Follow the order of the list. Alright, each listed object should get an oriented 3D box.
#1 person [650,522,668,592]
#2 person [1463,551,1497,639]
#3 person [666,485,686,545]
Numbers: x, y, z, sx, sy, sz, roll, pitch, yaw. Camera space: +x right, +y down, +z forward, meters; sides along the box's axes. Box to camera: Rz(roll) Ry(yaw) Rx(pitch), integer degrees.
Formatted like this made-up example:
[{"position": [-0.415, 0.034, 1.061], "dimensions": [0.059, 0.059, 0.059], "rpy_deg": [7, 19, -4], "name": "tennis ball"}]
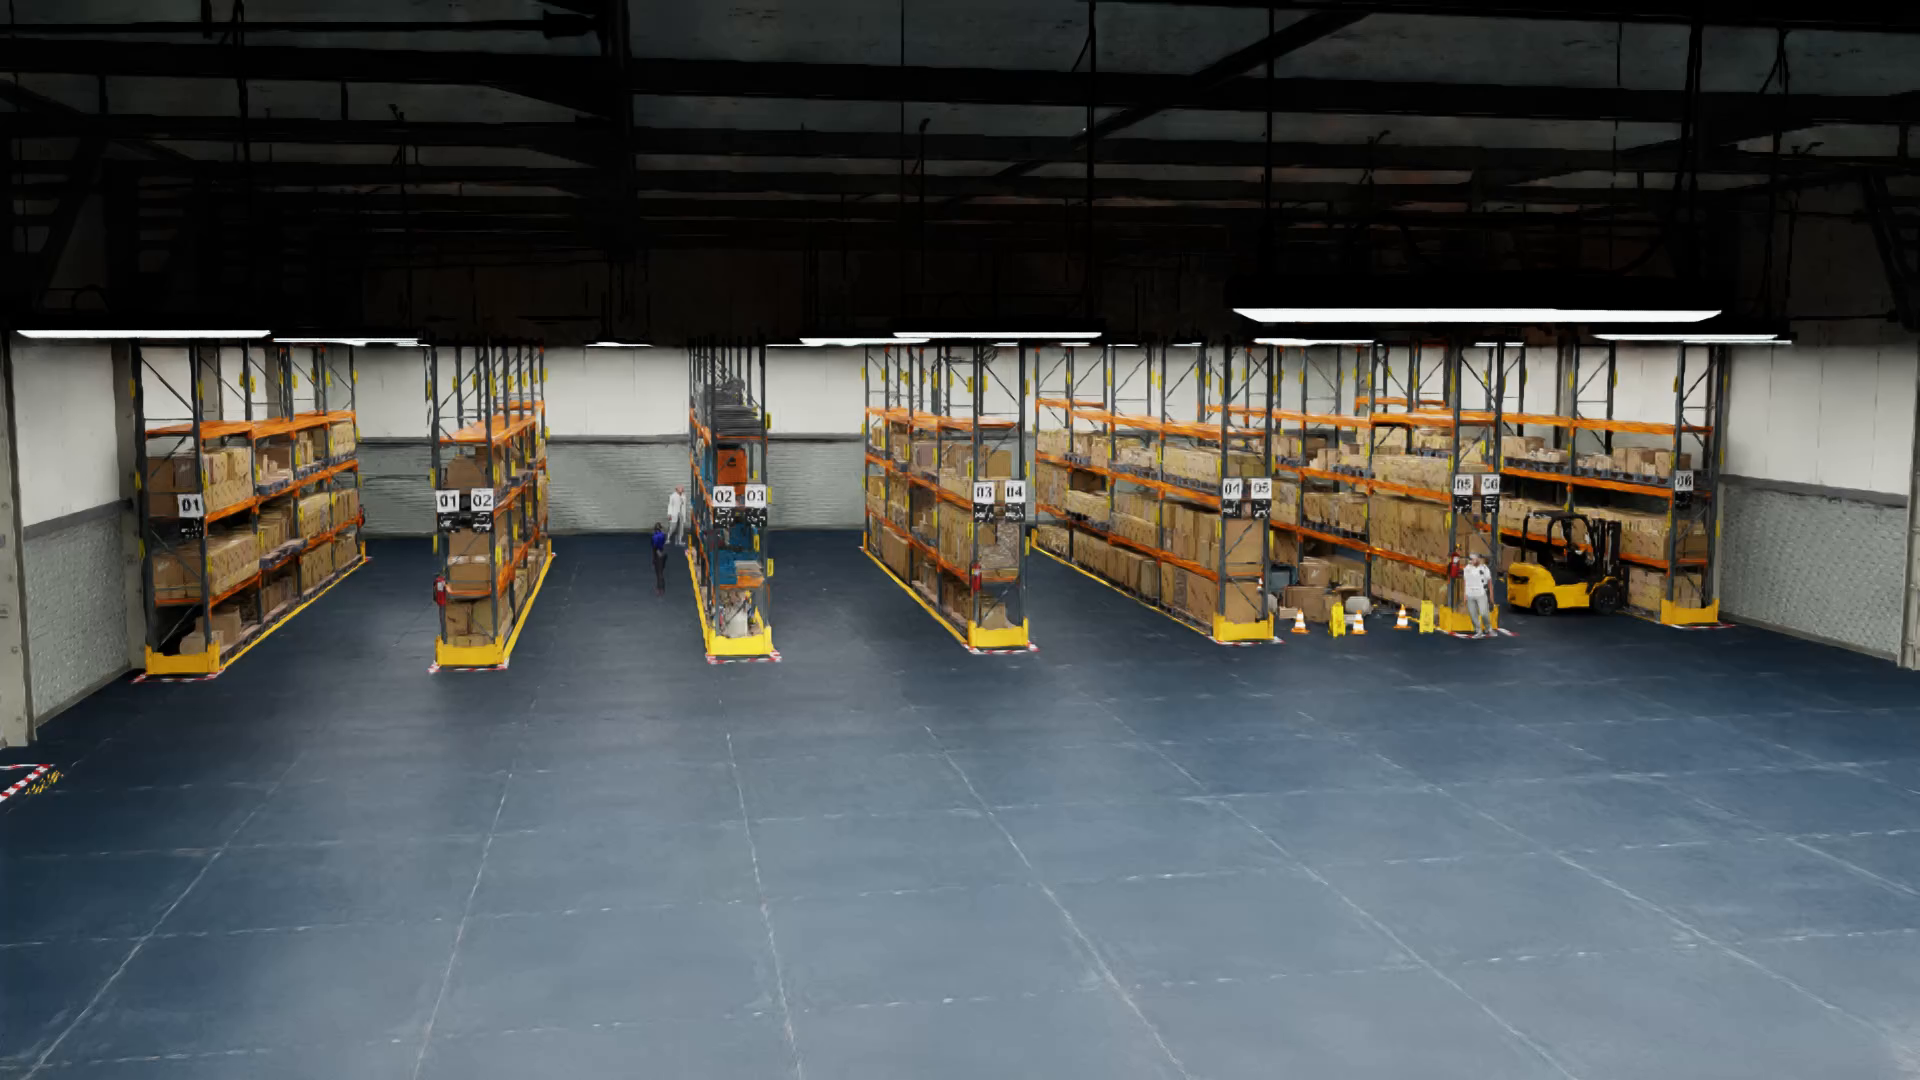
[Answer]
[{"position": [-7.156, 0.390, 39.316], "dimensions": [0.463, 1.662, 0.498], "rpy_deg": [2, 7, 19], "name": "person"}, {"position": [10.288, 1.090, 32.885], "dimensions": [0.682, 1.739, 0.506], "rpy_deg": [4, 8, 34], "name": "person"}, {"position": [-8.368, -0.755, 48.941], "dimensions": [0.621, 1.767, 0.615], "rpy_deg": [6, 9, 44], "name": "person"}]
